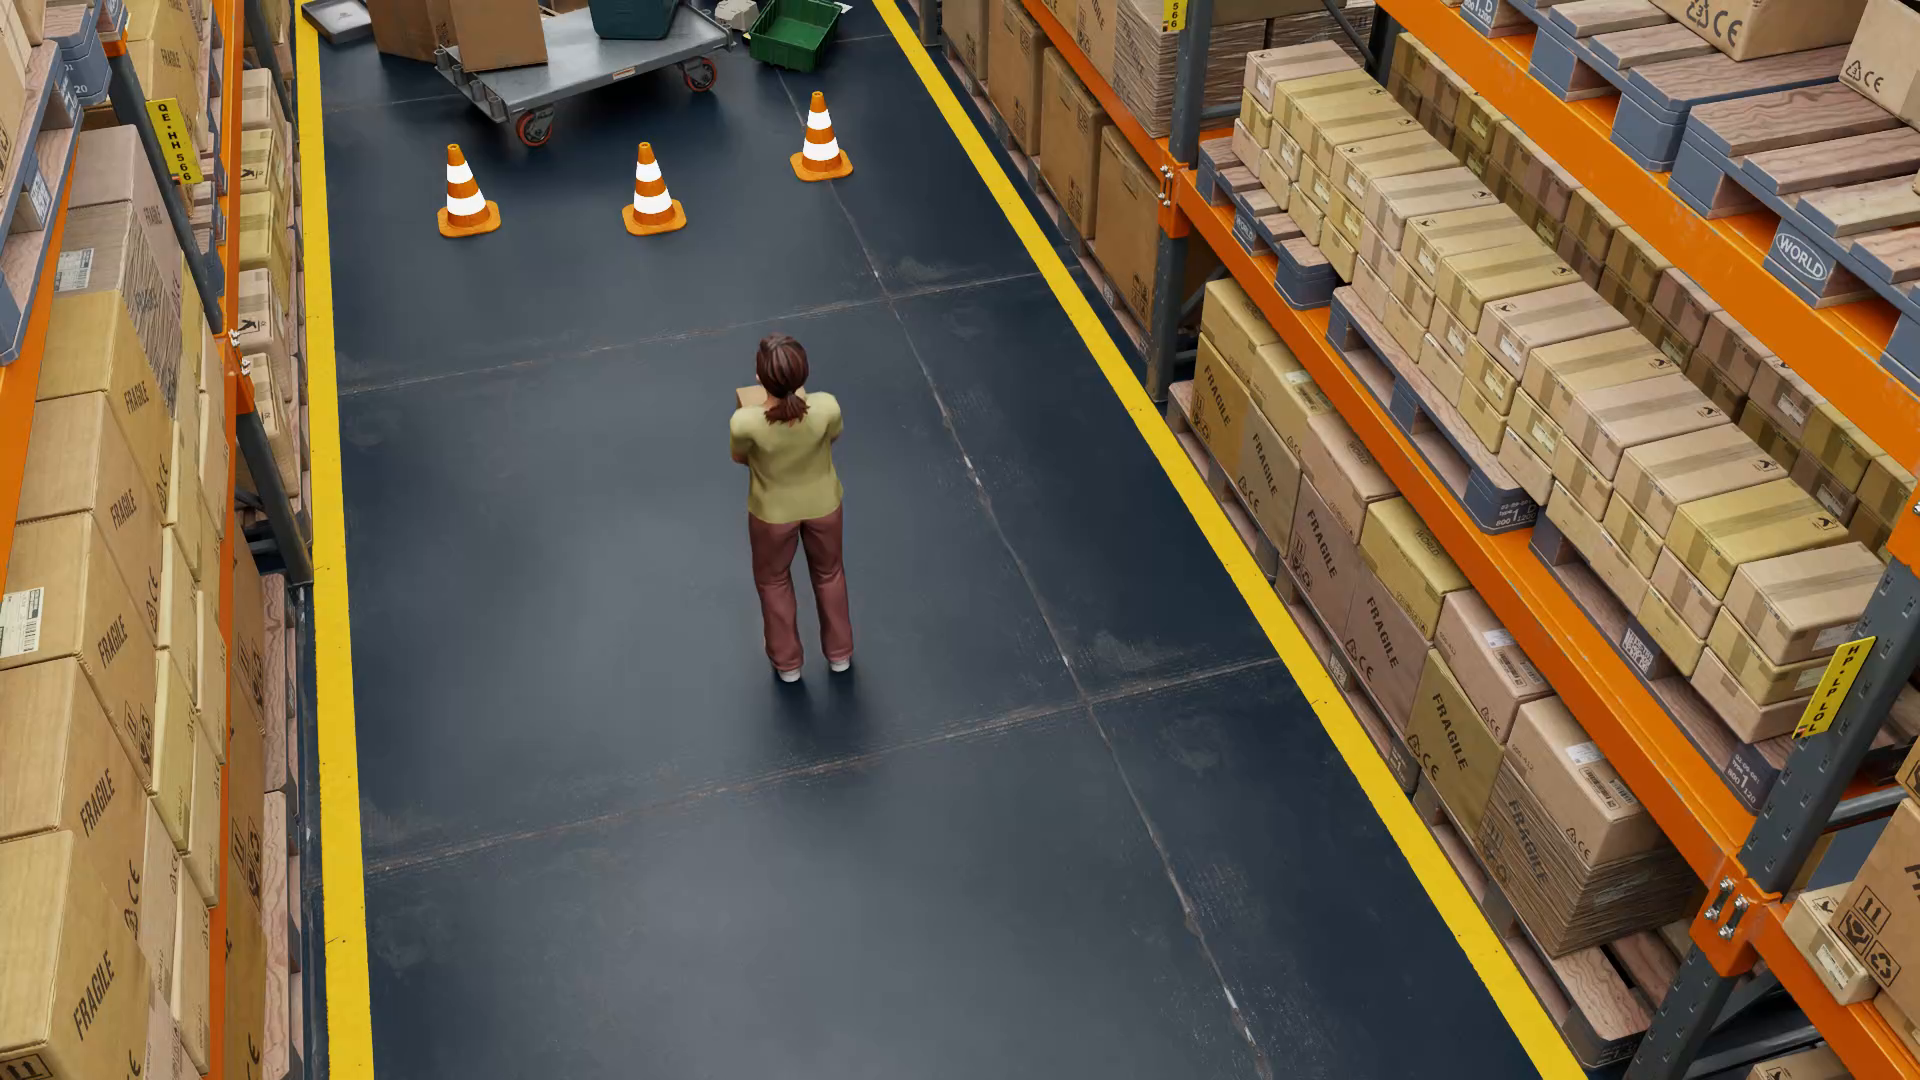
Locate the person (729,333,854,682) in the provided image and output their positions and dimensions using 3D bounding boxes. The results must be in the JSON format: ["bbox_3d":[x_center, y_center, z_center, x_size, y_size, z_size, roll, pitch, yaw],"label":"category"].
[{"bbox_3d":[-0.649,-0.161,6.346,0.426,1.662,0.554,-11,44,-12],"label":"person"}]
